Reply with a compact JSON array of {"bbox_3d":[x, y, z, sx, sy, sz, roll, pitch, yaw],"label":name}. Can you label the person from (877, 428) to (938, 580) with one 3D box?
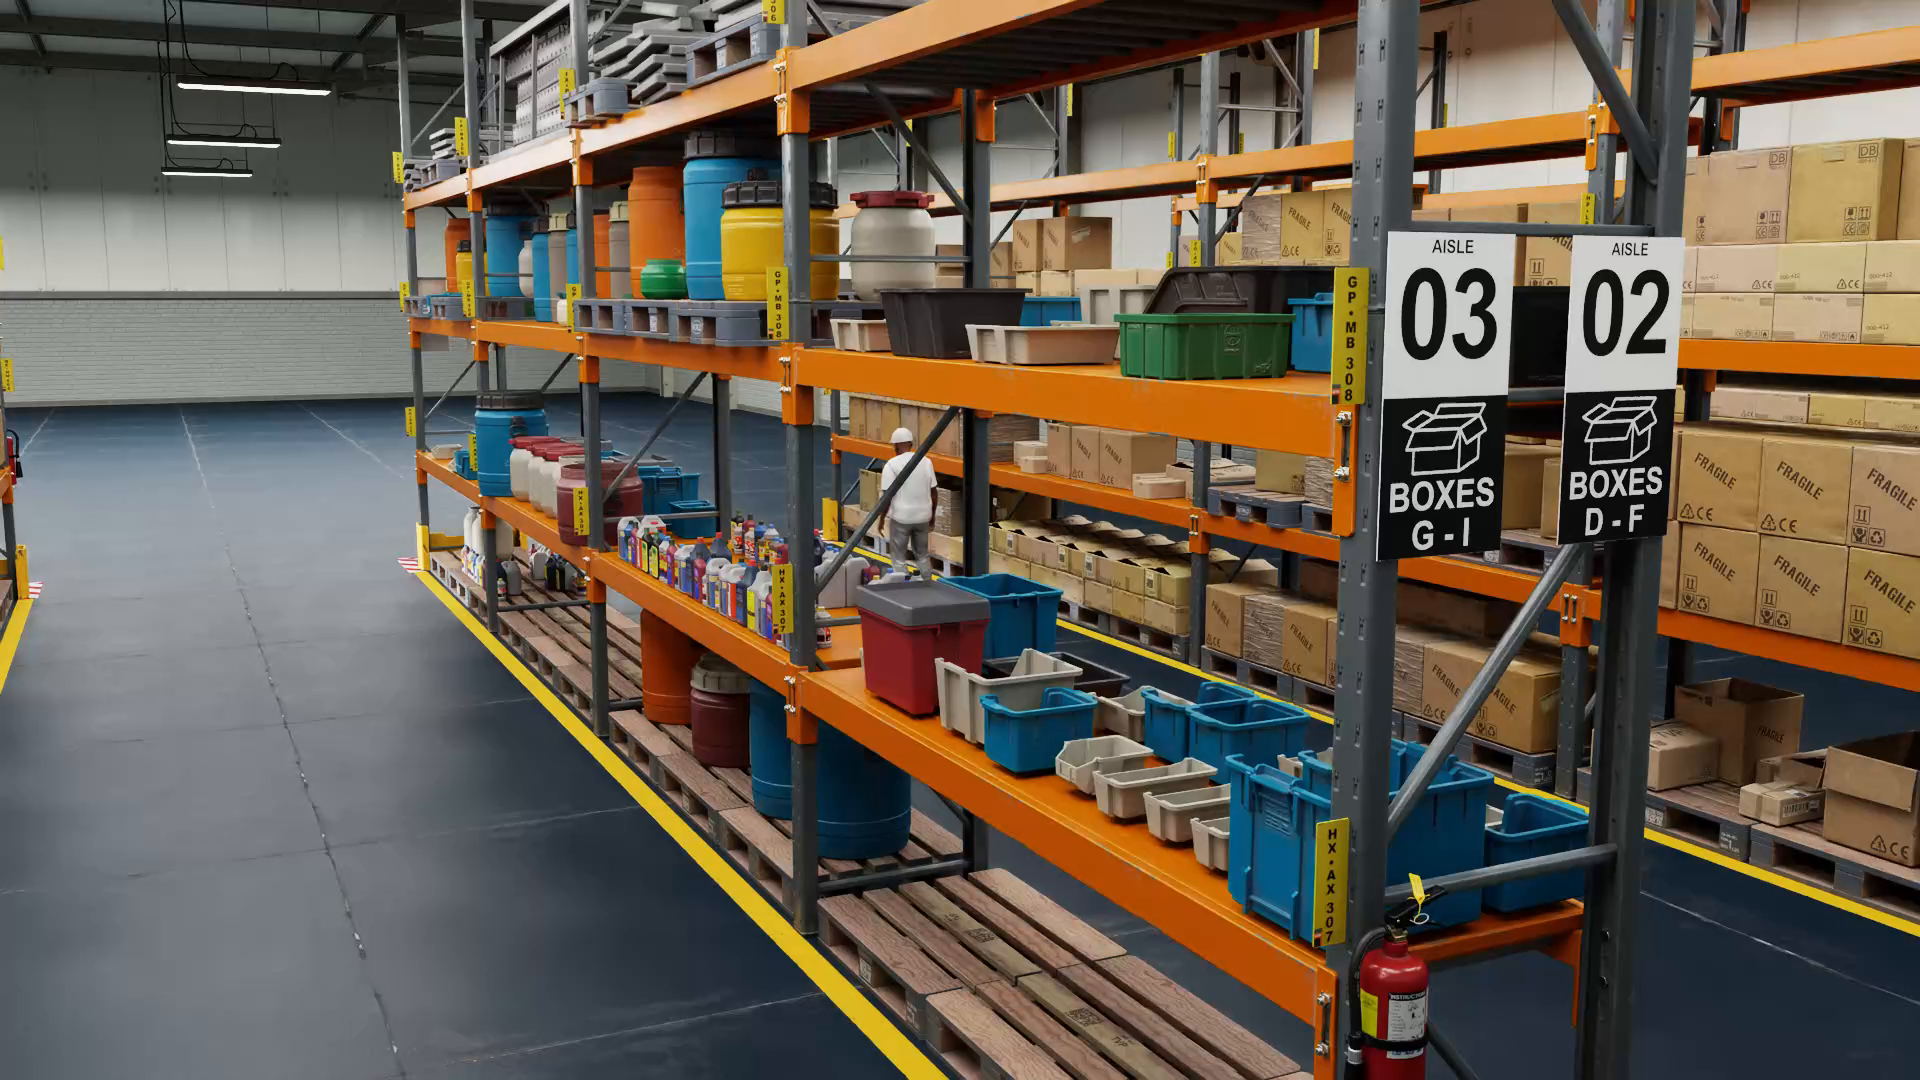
[{"bbox_3d":[-0.511,-0.214,16.216,0.635,1.761,0.454,-5,10,-29],"label":"person"}]
